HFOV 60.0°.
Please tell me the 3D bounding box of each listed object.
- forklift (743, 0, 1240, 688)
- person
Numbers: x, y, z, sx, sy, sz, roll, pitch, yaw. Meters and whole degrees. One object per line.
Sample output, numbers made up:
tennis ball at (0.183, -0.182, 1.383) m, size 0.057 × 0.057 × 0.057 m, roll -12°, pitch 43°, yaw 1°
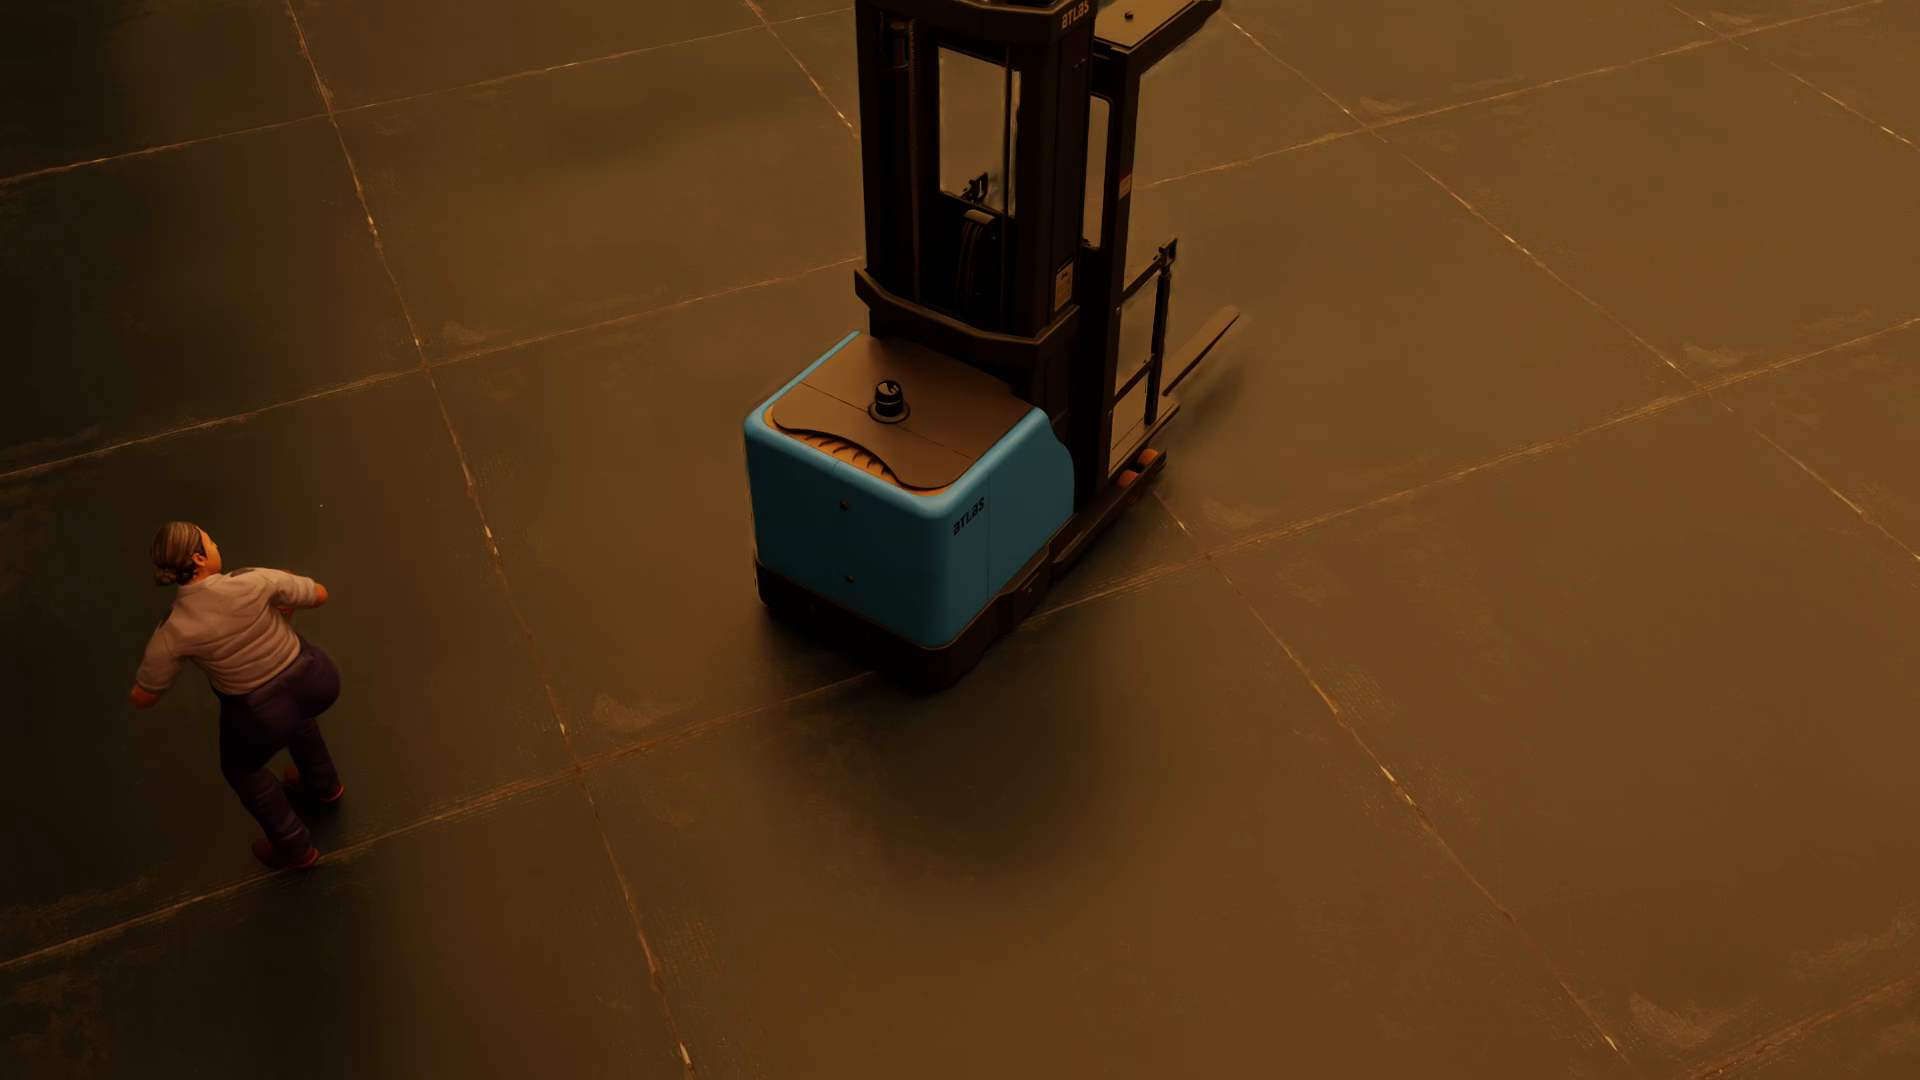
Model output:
forklift at (0.347, -1.414, 7.195) m, size 1.130 × 2.935 × 3.031 m, roll 25°, pitch 49°, yaw 25°
person at (-2.617, 0.553, 6.103) m, size 0.566 × 1.603 × 0.720 m, roll 30°, pitch 51°, yaw 28°
